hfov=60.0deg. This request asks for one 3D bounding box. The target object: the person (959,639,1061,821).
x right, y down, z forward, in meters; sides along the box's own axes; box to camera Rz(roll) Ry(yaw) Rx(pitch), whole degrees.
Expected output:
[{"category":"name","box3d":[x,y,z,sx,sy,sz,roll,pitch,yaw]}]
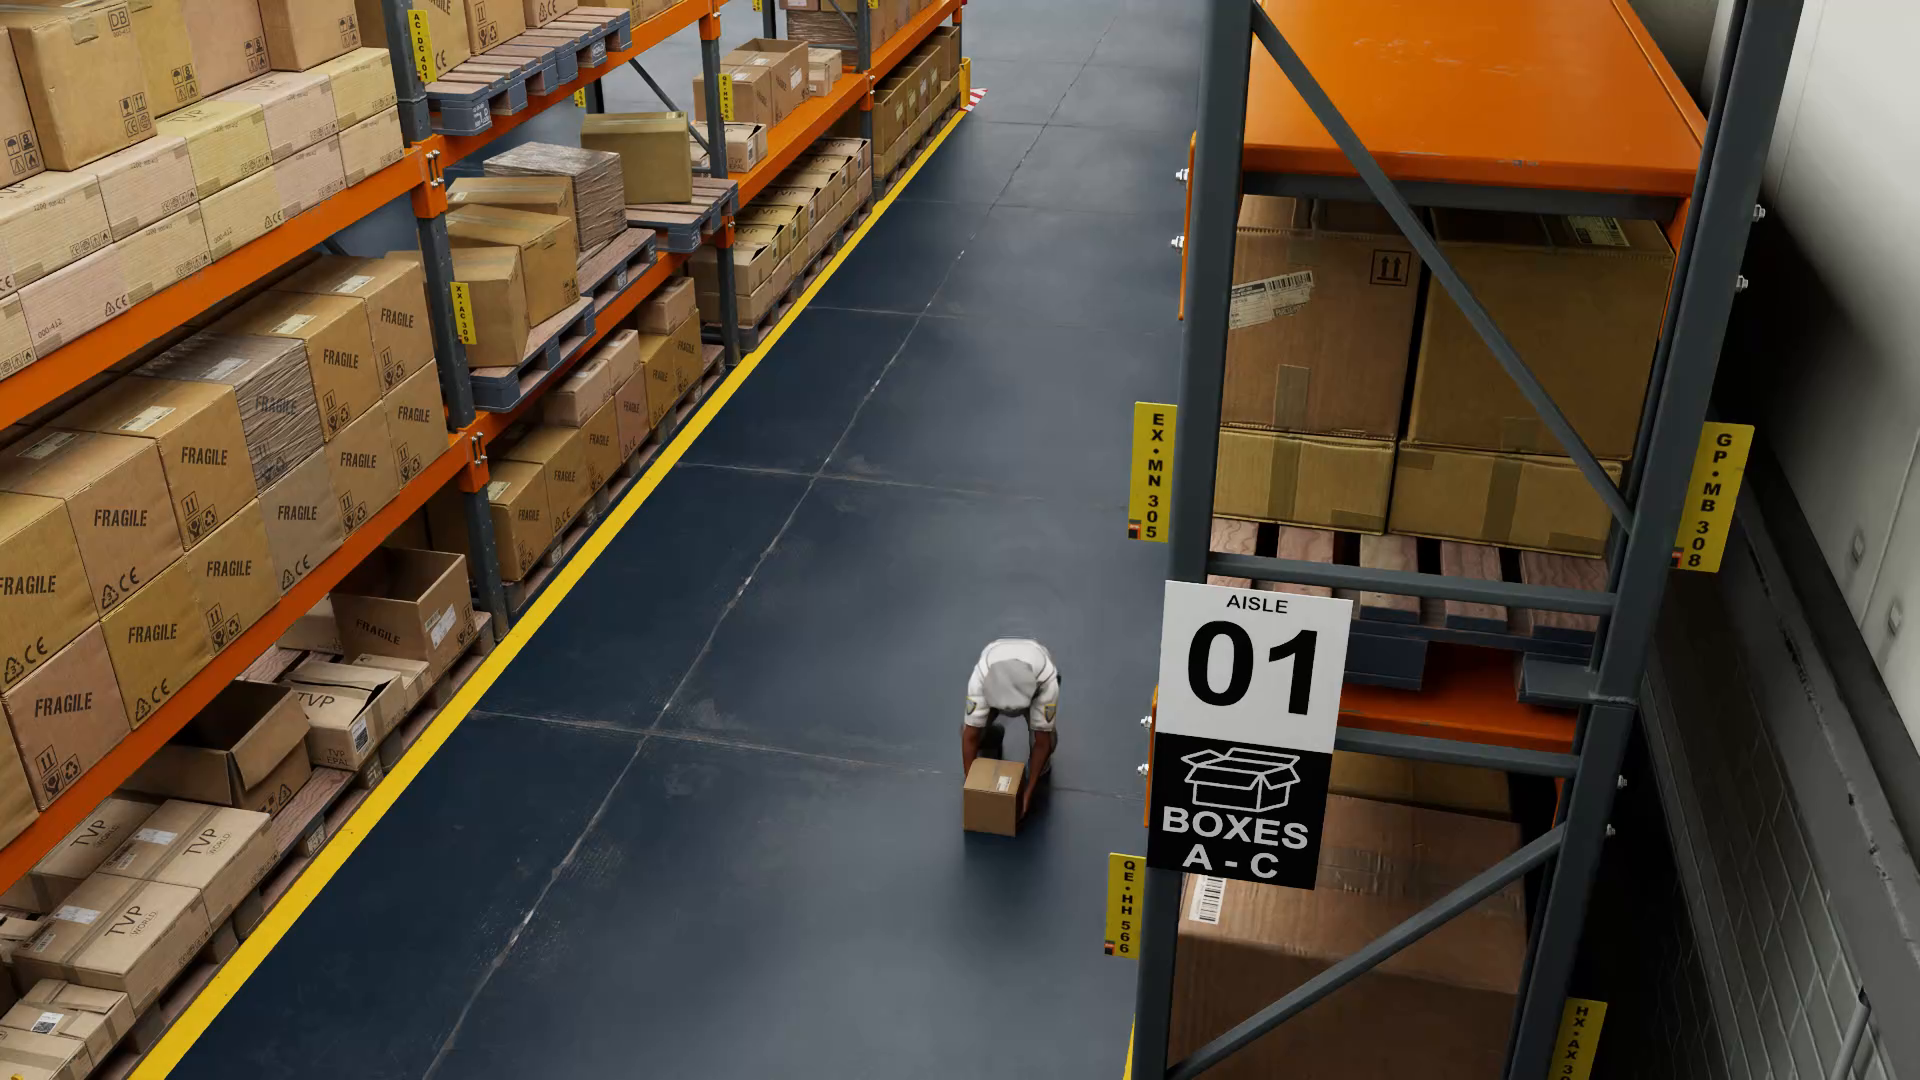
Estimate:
[{"category":"person","box3d":[0.247,0.797,8.017,0.478,0.855,0.868,6,30,11]}]
